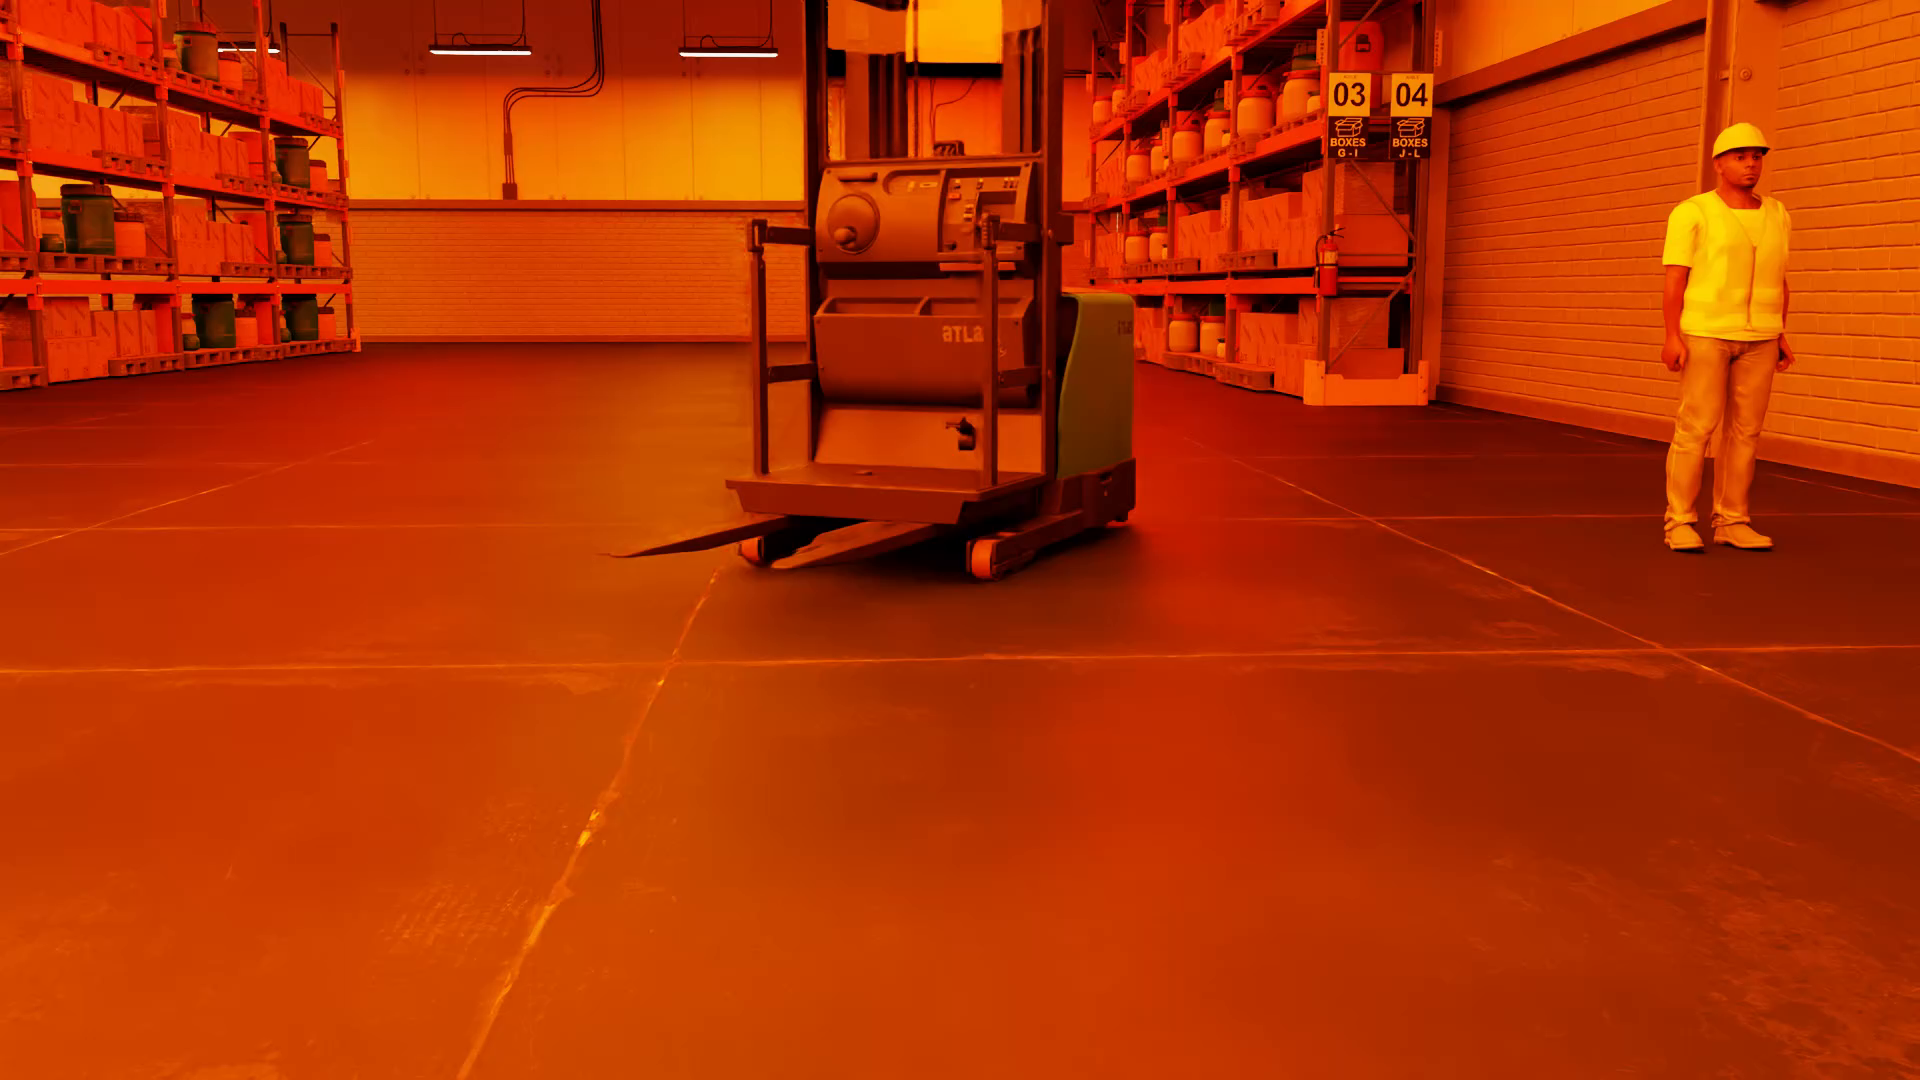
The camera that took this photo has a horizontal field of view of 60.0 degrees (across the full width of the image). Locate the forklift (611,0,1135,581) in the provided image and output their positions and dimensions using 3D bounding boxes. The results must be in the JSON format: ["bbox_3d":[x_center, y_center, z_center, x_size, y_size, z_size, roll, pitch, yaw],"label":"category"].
[{"bbox_3d":[-0.235,-1.364,6.517,1.130,2.935,3.031,4,9,23],"label":"forklift"}]

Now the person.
[{"bbox_3d":[3.236,-0.845,6.983,0.557,1.771,0.373,-1,8,-6],"label":"person"}]
